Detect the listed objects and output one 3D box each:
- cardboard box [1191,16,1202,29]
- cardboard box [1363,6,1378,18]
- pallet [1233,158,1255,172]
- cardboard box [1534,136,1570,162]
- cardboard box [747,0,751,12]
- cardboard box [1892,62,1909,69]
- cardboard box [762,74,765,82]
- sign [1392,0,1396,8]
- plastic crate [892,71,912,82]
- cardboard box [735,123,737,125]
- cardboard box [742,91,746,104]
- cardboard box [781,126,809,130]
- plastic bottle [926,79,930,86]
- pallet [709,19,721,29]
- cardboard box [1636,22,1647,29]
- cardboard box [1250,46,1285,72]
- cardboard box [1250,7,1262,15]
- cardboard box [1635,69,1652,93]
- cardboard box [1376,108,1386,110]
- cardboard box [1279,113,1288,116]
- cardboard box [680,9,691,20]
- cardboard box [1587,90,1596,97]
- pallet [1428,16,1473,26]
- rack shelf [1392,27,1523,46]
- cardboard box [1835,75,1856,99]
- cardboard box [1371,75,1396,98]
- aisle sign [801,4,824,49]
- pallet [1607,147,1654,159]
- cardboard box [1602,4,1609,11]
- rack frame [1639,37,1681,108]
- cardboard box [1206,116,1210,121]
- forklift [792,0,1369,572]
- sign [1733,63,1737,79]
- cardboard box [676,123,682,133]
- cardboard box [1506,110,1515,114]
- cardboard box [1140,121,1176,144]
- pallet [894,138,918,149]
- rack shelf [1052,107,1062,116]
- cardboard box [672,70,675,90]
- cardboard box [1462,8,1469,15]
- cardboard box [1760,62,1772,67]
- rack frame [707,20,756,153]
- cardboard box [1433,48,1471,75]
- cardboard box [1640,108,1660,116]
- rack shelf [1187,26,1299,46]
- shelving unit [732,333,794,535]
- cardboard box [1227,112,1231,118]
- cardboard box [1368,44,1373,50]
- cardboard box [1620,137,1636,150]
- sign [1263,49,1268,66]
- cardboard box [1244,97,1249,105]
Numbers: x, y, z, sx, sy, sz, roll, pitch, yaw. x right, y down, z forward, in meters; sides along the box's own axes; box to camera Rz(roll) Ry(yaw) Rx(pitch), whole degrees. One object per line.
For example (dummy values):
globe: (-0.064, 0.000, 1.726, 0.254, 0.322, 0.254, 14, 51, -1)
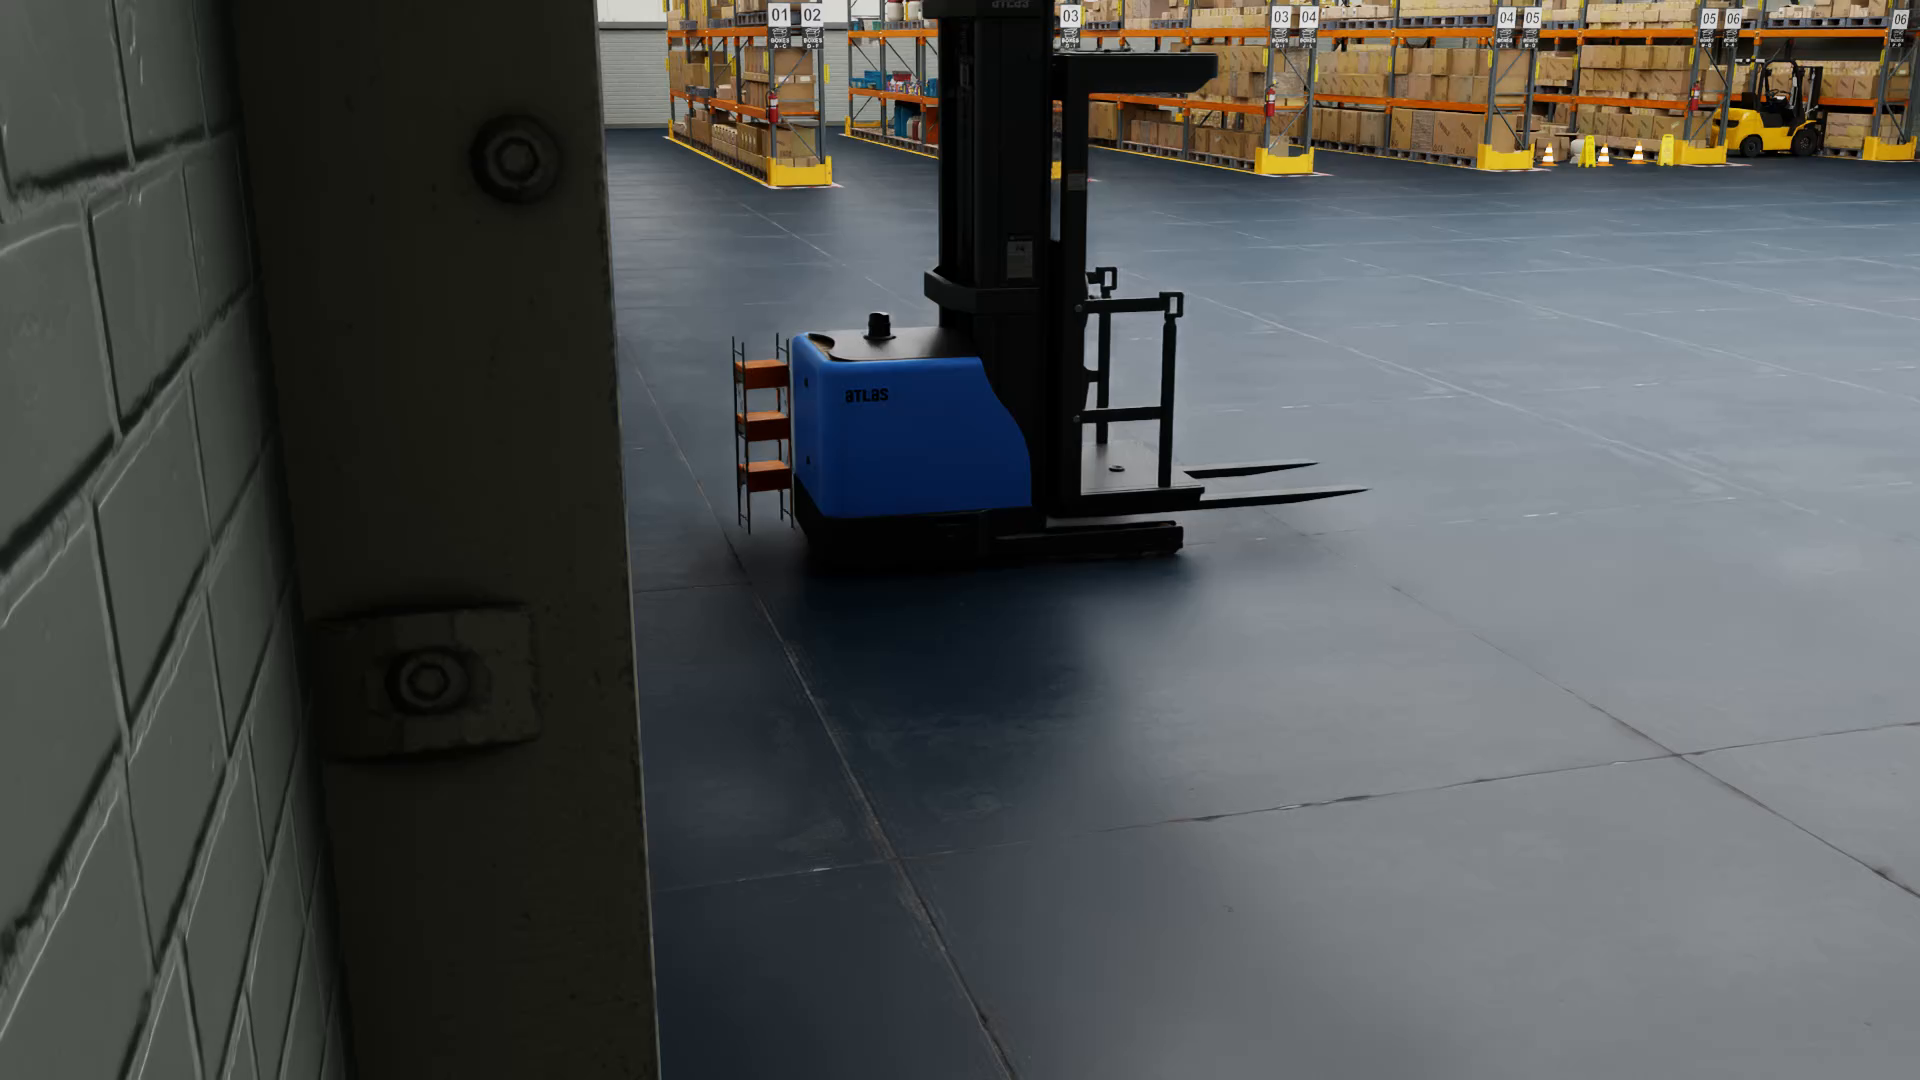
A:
cardboard box: (5.324, -11.147, 35.826, 0.500, 0.250, 0.500, -5, 18, -17)
cardboard box: (9.693, -12.229, 38.524, 0.500, 0.250, 0.500, -5, 17, -16)
pallet: (6.336, -7.734, 34.263, 1.003, 0.211, 1.213, -5, 17, -15)
cardboard box: (13.158, -8.694, 36.953, 0.637, 0.503, 0.797, 11, 20, 32)
cardboard box: (-3.748, -10.433, 32.037, 0.797, 0.503, 0.637, -3, 17, -9)
cardboard box: (20.959, -10.608, 37.167, 0.380, 0.149, 0.250, -5, 17, -16)
cardboard box: (-3.551, -8.773, 31.574, 0.380, 0.149, 0.250, -4, 17, -14)
sign: (9.724, -12.080, 37.227, 0.100, 0.325, 0.005, -5, 17, -15)
plastic crate: (-1.518, -12.074, 43.651, 0.402, 0.464, 0.583, -5, 17, -15)
cardboard box: (-5.029, -9.413, 38.588, 0.500, 0.500, 0.500, -4, 17, -13)
cardboard box: (-4.256, -9.206, 34.577, 0.500, 0.250, 0.500, -4, 17, -12)
cardboard box: (-3.202, -7.723, 32.127, 0.500, 0.500, 0.500, -5, 17, -15)
plastic bottle: (-0.753, -11.142, 40.849, 0.144, 0.351, 0.185, -5, 17, -15)
pallet: (-4.906, -11.417, 36.791, 1.213, 0.211, 1.003, -4, 17, -13)
cardboard box: (15.243, -11.418, 36.905, 0.380, 0.149, 0.250, -5, 17, -16)
cardboard box: (6.157, -9.622, 33.275, 0.500, 0.500, 0.500, -5, 17, -15)
cardboard box: (6.030, -10.577, 33.234, 0.380, 0.149, 0.250, -5, 18, -18)
cardboard box: (15.393, -10.200, 36.937, 0.500, 0.500, 0.500, -5, 17, -16)
cardboard box: (12.461, -12.327, 48.432, 0.875, 0.438, 0.875, -5, 17, -17)
cardboard box: (8.555, -11.068, 42.828, 0.500, 0.250, 0.500, -4, 17, -14)
cardboard box: (-6.672, -13.075, 41.375, 0.500, 0.250, 0.500, -5, 17, -15)
cardboard box: (14.873, -10.412, 38.769, 0.380, 0.149, 0.250, -4, 17, -14)
pallet: (10.790, -11.121, 35.634, 1.003, 0.211, 1.213, -5, 17, -15)
rack shelf: (10.793, -10.830, 35.760, 1.077, 0.370, 4.000, -5, 17, -15)
cardboard box: (20.325, -10.305, 37.802, 0.500, 0.500, 0.500, -4, 17, -14)
cardboard box: (9.843, -10.462, 38.326, 0.500, 0.500, 0.500, -5, 17, -16)
aisle sign: (-2.667, -9.289, 30.076, 0.394, 0.787, 0.004, -5, 17, -15)
pallet: (15.533, -8.854, 37.992, 1.003, 0.211, 1.213, -5, 17, -15)
cardboard box: (14.911, -12.152, 37.963, 0.380, 0.149, 0.250, -5, 18, -17)
rack frame: (18.647, -12.210, 44.319, 1.000, 3.000, 0.127, -5, 17, -15)
cardboard box: (7.261, -12.065, 47.545, 0.380, 0.149, 0.250, -4, 17, -12)
forklift: (0.672, -1.453, 8.625, 3.031, 2.935, 1.130, -4, 17, -14)
sign: (16.596, -10.062, 35.661, 0.100, 0.325, 0.005, -5, 17, -15)
cardboard box: (-7.225, -10.908, 44.000, 0.500, 0.250, 0.500, -5, 17, -15)
cardboard box: (16.773, -12.857, 50.086, 0.500, 0.500, 0.500, -4, 17, -14)
cardboard box: (4.716, -9.711, 39.578, 0.700, 0.500, 0.500, -6, 18, -20)
pallet: (-1.003, -9.858, 41.335, 1.003, 0.211, 1.213, -5, 17, -15)
rack shelf: (1.234, -8.638, 33.676, 1.077, 0.370, 4.000, -5, 17, -15)
cardboard box: (-7.362, -12.226, 44.198, 0.500, 0.500, 0.500, -5, 17, -16)
cardboard box: (10.717, -11.026, 34.695, 0.380, 0.149, 0.250, -5, 17, -15)
cardboard box: (19.549, -11.493, 40.114, 0.380, 0.149, 0.250, -4, 17, -14)
rack frame: (-5.178, -10.251, 37.797, 1.000, 3.000, 0.127, -5, 17, -15)
cardboard box: (10.744, -10.326, 35.909, 0.875, 0.550, 0.500, -5, 17, -15)
cardboard box: (15.372, -9.525, 36.998, 0.380, 0.149, 0.250, -4, 17, -14)
rack shelf: (5.996, -10.466, 34.548, 1.077, 0.370, 4.000, -5, 17, -15)
shelving unit: (-1.059, -0.569, 8.949, 0.252, 1.050, 0.215, -7, 19, -23)
cardboard box: (7.589, -11.770, 46.045, 0.380, 0.149, 0.250, -4, 17, -15)
cardboard box: (12.013, -14.246, 48.057, 0.380, 0.149, 0.250, -5, 17, -15)
cardboard box: (15.310, -8.979, 37.611, 0.500, 0.250, 0.500, -5, 18, -17)
sign: (6.007, -9.488, 32.695, 0.100, 0.325, 0.005, -5, 17, -15)
cardboard box: (6.029, -8.967, 33.960, 0.380, 0.149, 0.250, -5, 17, -15)
